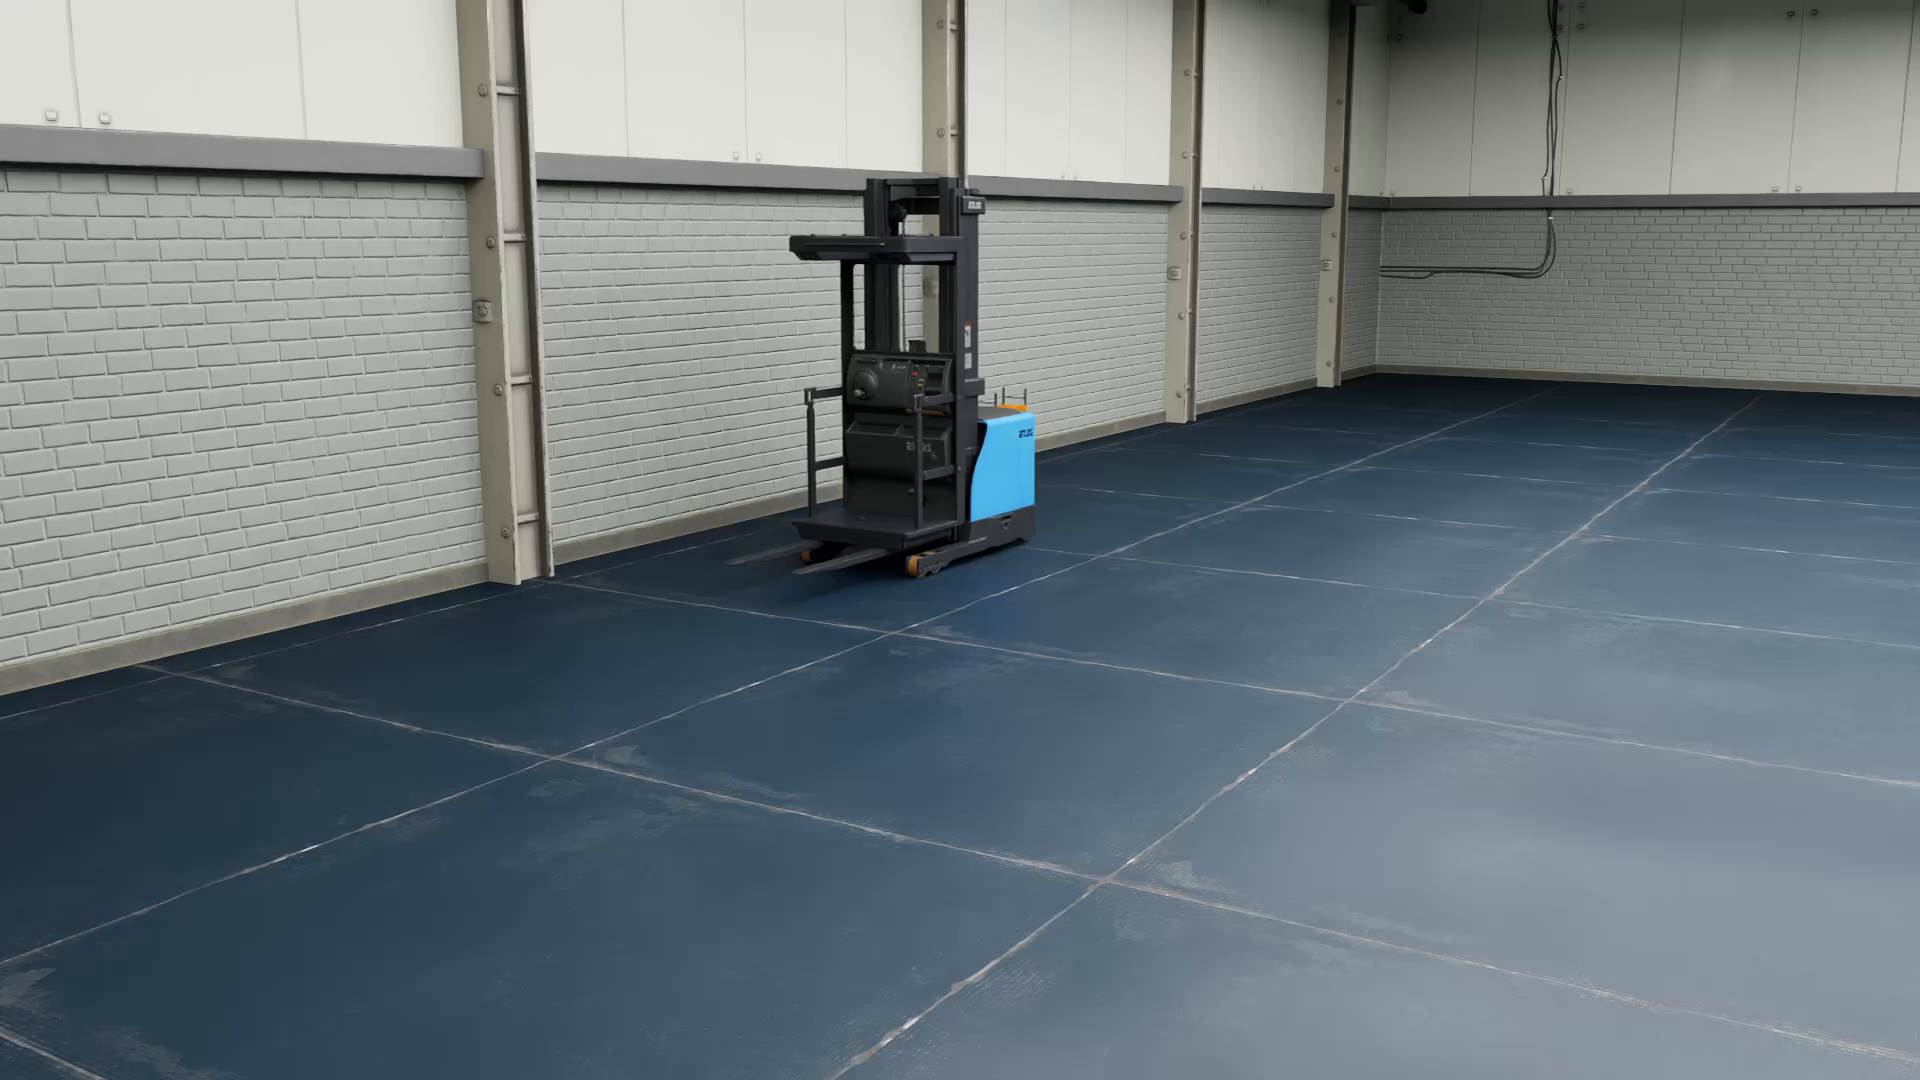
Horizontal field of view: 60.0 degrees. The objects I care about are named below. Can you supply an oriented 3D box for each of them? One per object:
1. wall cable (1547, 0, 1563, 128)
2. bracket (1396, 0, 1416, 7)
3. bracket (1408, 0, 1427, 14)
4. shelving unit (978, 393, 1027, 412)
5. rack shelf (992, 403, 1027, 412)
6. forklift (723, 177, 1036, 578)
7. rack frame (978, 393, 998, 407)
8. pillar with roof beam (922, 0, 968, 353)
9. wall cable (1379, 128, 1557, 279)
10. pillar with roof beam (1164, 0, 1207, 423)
[{"bbox_3d":[11.051,-8.007,26.895,3.097,2.526,0.112,6,12,31],"label":"wall cable"},{"bbox_3d":[7.522,-9.052,27.986,0.076,0.066,3.189,6,12,31],"label":"bracket"},{"bbox_3d":[7.829,-9.145,28.482,0.235,0.232,0.430,6,12,31],"label":"bracket"},{"bbox_3d":[0.336,-0.685,14.269,0.258,1.200,0.492,7,12,32],"label":"shelving unit"},{"bbox_3d":[0.339,-1.073,14.201,0.258,0.148,0.480,7,12,32],"label":"rack shelf"},{"bbox_3d":[-0.584,-1.257,12.618,1.130,2.935,3.031,7,12,32],"label":"forklift"},{"bbox_3d":[0.209,-0.648,14.071,0.240,1.200,0.015,7,12,32],"label":"rack frame"},{"bbox_3d":[3.529,-4.673,14.377,9.100,9.000,0.400,6,12,31],"label":"pillar with roof beam"},{"bbox_3d":[8.739,-5.783,28.740,3.097,2.526,0.112,6,12,31],"label":"wall cable"},{"bbox_3d":[6.644,-5.617,19.417,9.100,9.000,0.400,6,12,31],"label":"pillar with roof beam"}]
